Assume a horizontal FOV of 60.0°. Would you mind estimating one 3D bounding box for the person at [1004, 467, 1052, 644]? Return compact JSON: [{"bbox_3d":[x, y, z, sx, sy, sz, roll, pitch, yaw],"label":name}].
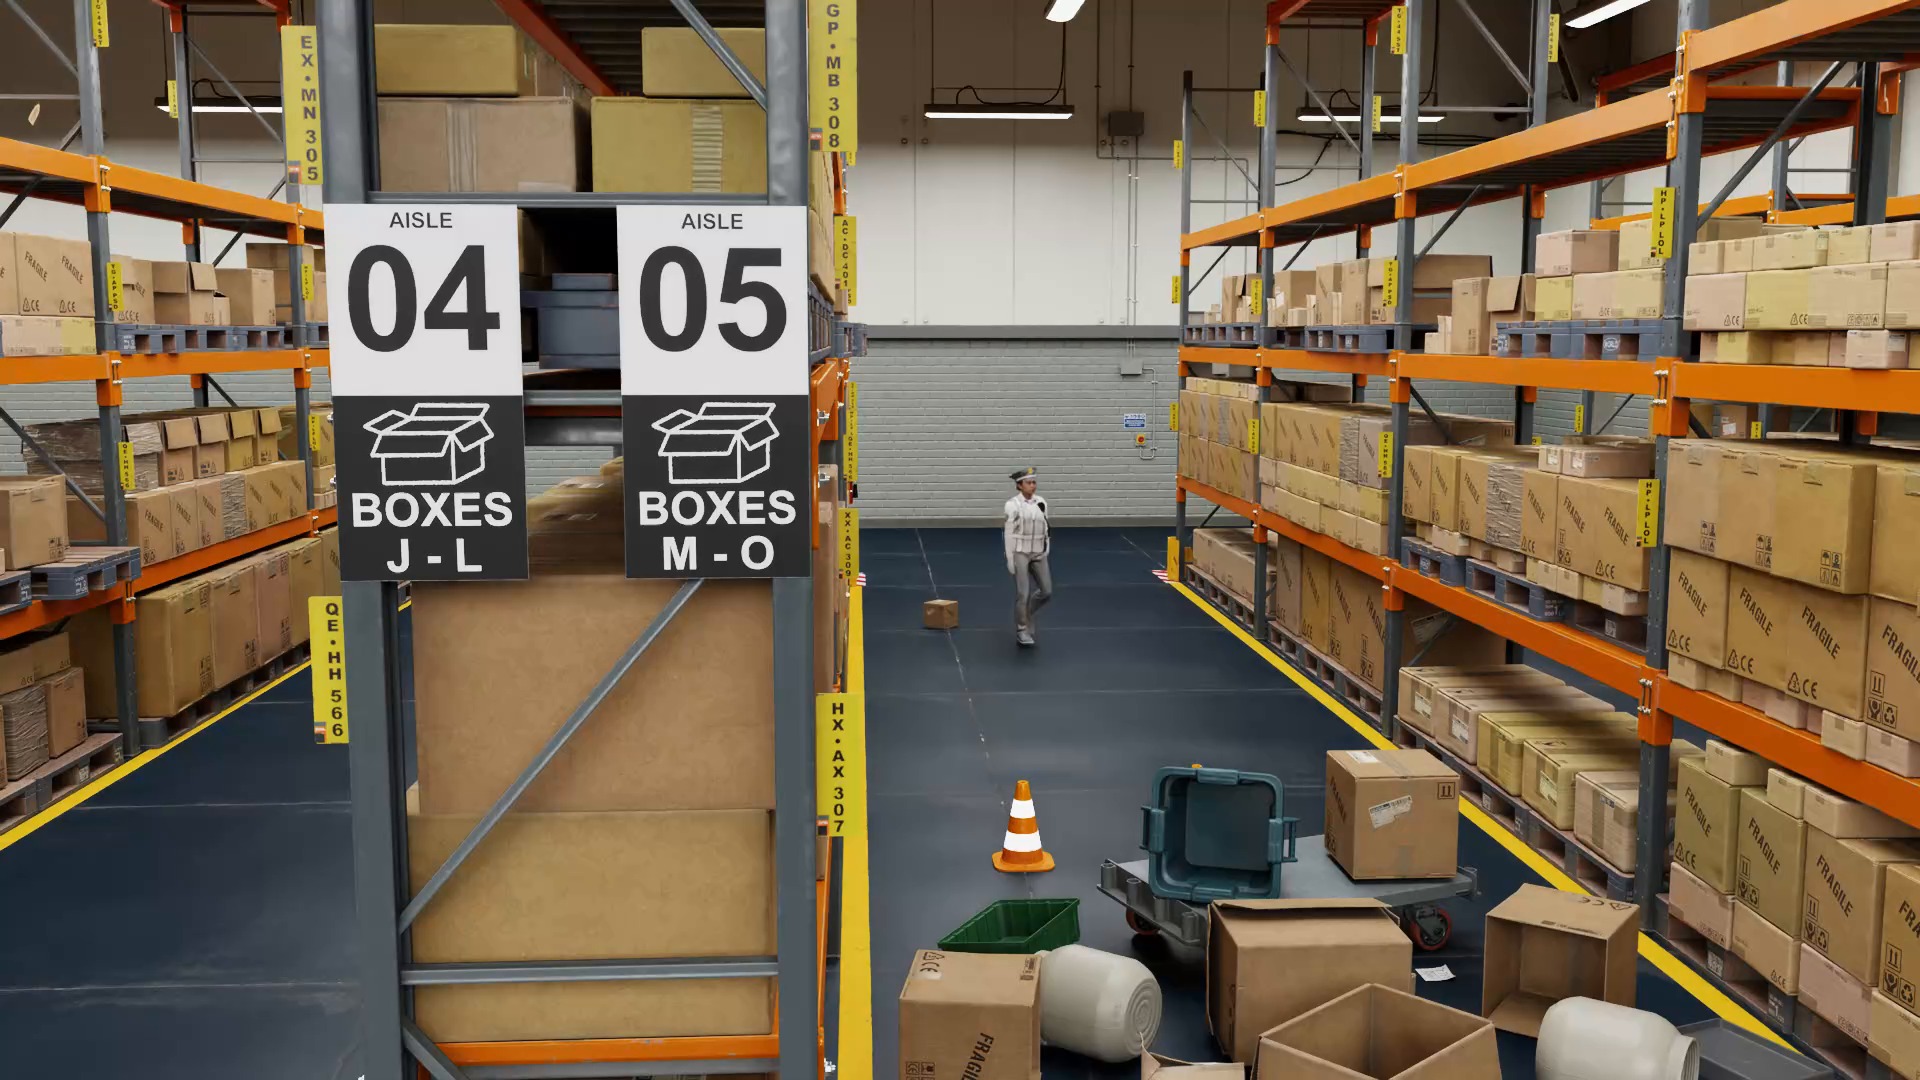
[{"bbox_3d":[0.632,0.133,15.841,0.487,1.679,0.451,-3,8,-24],"label":"person"}]
